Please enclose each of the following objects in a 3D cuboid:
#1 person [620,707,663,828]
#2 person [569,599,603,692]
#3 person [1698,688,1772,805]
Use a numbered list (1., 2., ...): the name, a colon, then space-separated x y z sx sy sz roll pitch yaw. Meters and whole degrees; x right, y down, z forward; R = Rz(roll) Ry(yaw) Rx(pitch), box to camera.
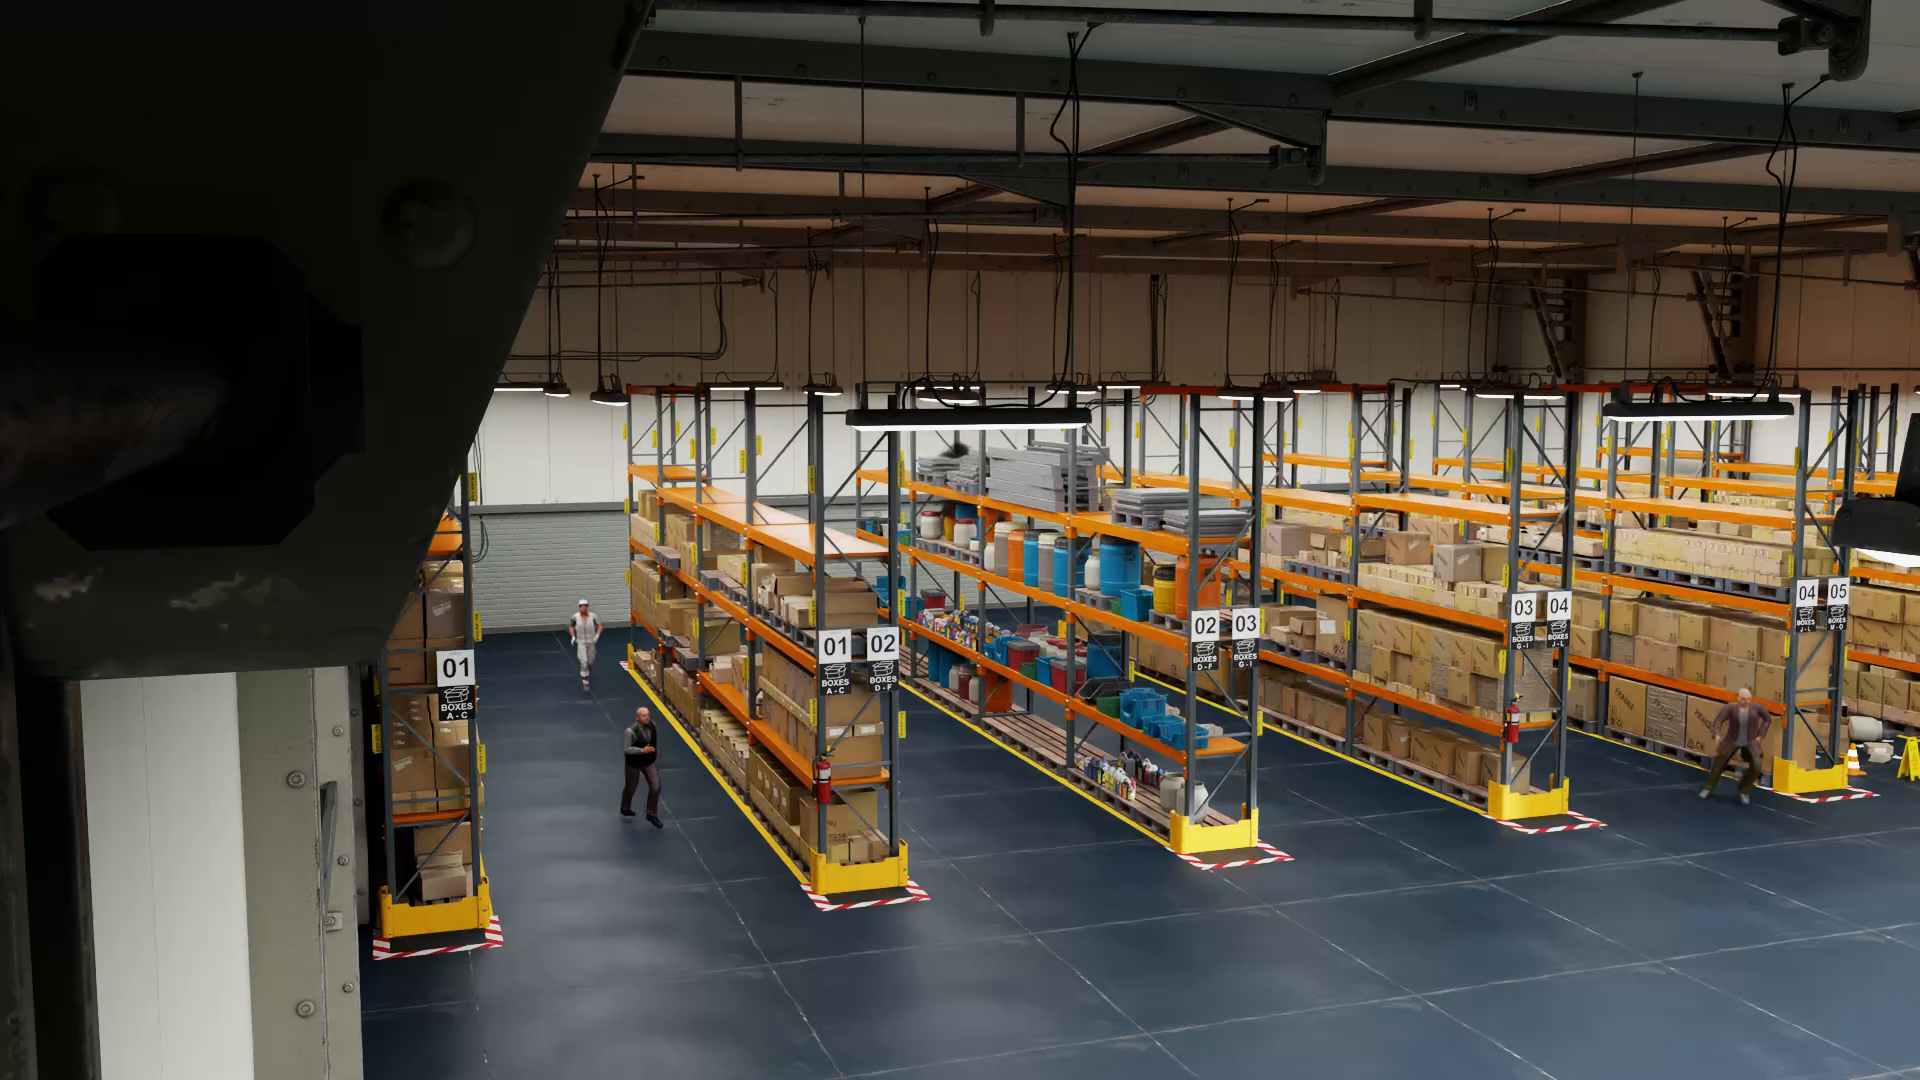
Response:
1. person: -4.426 3.127 23.056 0.651 1.694 0.976 -4 7 -36
2. person: -7.409 2.051 32.961 0.658 1.802 0.822 -1 6 -12
3. person: 11.314 3.039 24.261 0.927 1.578 0.649 3 6 24
